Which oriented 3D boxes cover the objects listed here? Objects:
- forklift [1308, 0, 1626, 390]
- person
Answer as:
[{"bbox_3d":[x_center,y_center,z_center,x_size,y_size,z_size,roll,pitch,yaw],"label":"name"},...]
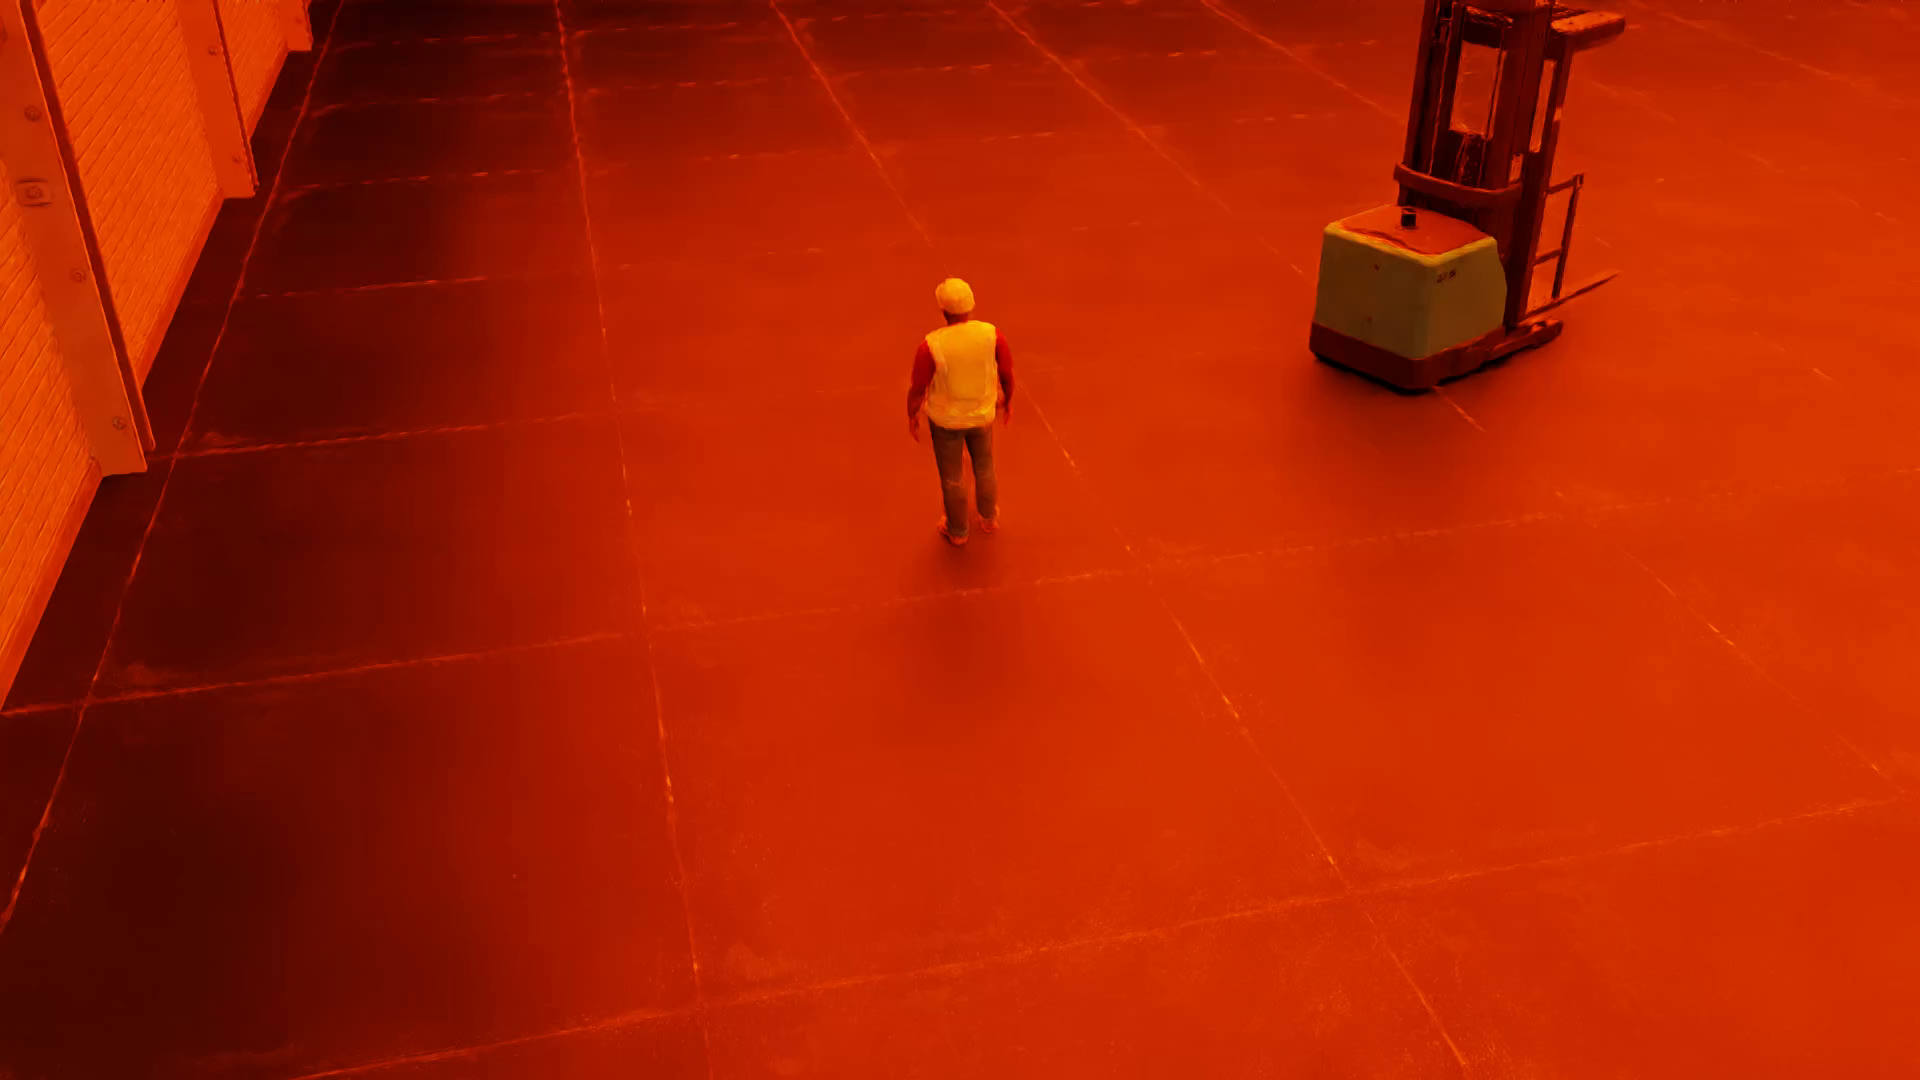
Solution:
[{"bbox_3d":[4.170,-2.982,12.725,3.031,2.935,1.130,-22,37,-33],"label":"forklift"},{"bbox_3d":[-0.011,-0.805,10.114,0.665,1.766,0.576,-7,31,-12],"label":"person"}]
